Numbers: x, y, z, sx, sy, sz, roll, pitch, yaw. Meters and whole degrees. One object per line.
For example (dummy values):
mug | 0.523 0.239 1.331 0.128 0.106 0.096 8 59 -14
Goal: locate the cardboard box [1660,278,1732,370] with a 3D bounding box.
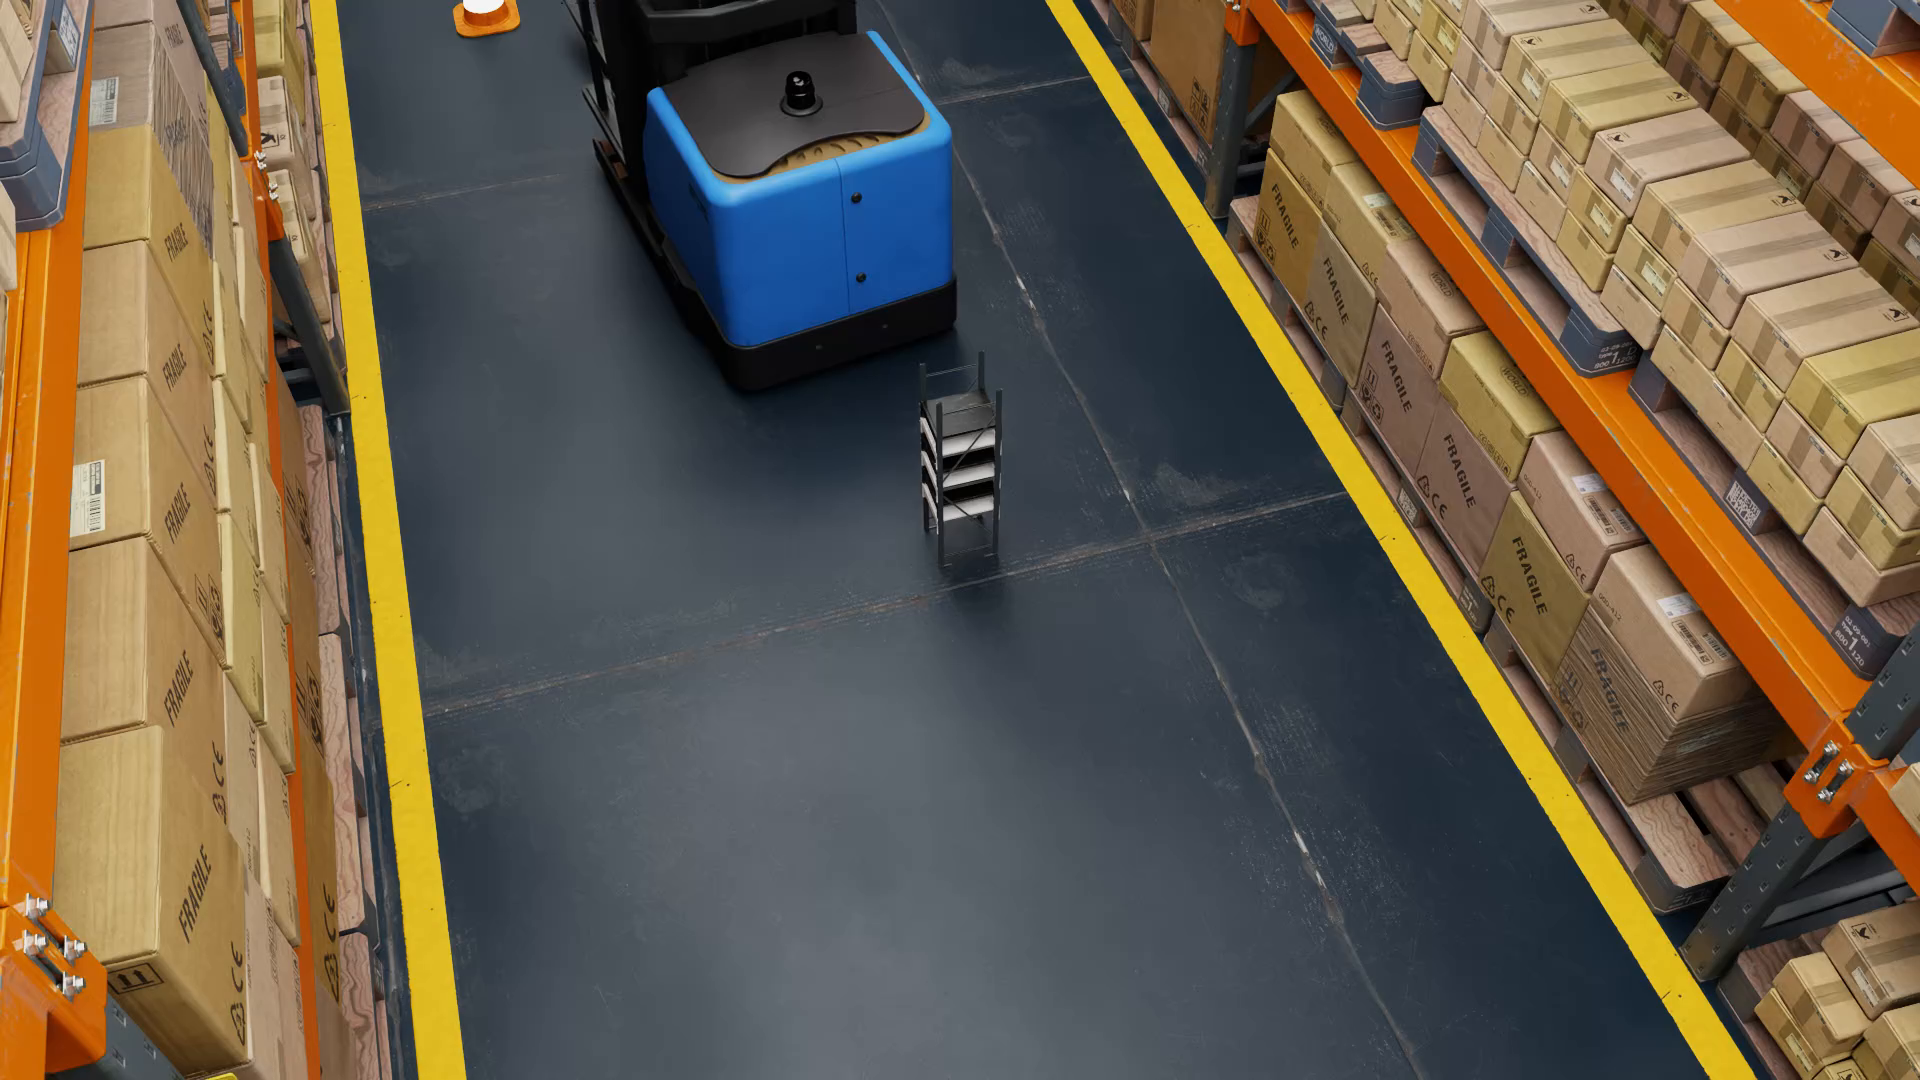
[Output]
cardboard box | 2.289 -0.668 4.836 0.380 0.149 0.250 -15 51 -12

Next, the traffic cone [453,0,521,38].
traffic cone | -2.530 -2.942 8.718 0.336 0.463 0.334 -13 51 -11

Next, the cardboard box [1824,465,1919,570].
cardboard box | 2.524 -0.096 4.353 0.380 0.149 0.250 -12 51 -10

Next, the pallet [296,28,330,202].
pallet | -3.638 -1.990 8.079 1.003 0.211 1.213 -13 51 -11

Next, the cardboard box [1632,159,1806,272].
cardboard box | 2.223 -0.952 4.881 0.380 0.149 0.250 -15 51 -12

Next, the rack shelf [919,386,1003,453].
rack shelf | 0.002 -0.437 6.010 0.258 0.077 0.200 -13 51 -11

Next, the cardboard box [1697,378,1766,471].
cardboard box | 2.374 -0.371 4.780 0.380 0.149 0.250 -13 51 -11

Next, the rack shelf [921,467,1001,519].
rack shelf | 0.002 -0.205 6.285 0.258 0.077 0.200 -13 51 -11

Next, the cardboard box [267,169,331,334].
cardboard box | -3.209 -1.131 6.975 0.950 0.372 0.625 -16 52 -13

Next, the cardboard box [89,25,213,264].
cardboard box | -2.489 -1.091 4.778 0.500 0.500 0.500 -13 51 -10

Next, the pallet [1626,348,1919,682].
pallet | 2.743 -0.229 4.896 1.003 0.211 1.213 -13 51 -11

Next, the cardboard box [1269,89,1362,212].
cardboard box | 1.620 -1.634 6.825 0.500 0.250 0.500 -15 52 -13

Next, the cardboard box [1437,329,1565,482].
cardboard box | 2.059 -0.519 5.885 0.500 0.250 0.500 -15 52 -13

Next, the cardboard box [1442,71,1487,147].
cardboard box | 1.908 -1.519 5.748 0.380 0.149 0.250 -12 51 -10

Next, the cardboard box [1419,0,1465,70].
cardboard box | 1.838 -1.797 5.788 0.380 0.149 0.250 -13 51 -11

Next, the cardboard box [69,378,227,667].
cardboard box | -2.047 0.021 3.841 0.500 0.500 0.500 -14 51 -12

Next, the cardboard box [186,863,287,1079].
cardboard box | -1.729 0.996 3.509 0.500 0.250 0.500 -15 51 -12

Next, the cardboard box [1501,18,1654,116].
cardboard box | 1.989 -1.526 5.365 0.380 0.149 0.250 -12 51 -10

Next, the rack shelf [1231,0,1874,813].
rack shelf | 2.239 -0.928 5.831 1.077 0.370 4.000 -13 51 -11

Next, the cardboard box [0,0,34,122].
cardboard box | -2.075 -0.979 3.254 0.396 0.266 0.258 -10 51 -8

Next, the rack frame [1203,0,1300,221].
rack frame | 1.647 -2.621 6.787 1.000 3.000 0.127 -13 51 -11

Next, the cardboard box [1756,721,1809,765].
cardboard box | 2.865 0.371 5.625 0.500 0.500 0.500 -12 51 -10

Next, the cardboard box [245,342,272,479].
cardboard box | -2.354 -0.328 4.952 0.500 0.250 0.500 -14 51 -11

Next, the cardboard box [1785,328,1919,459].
cardboard box | 2.445 -0.391 4.408 0.380 0.149 0.250 -15 51 -12

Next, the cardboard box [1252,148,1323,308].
cardboard box | 1.613 -1.376 7.098 0.500 0.500 0.500 -15 52 -13

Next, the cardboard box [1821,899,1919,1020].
cardboard box | 2.734 1.191 4.775 0.380 0.149 0.250 -11 51 -9

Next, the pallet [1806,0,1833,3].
pallet | 2.440 -1.837 4.288 1.213 0.211 1.003 -13 51 -11

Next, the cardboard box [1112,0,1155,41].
cardboard box | 1.291 -3.134 8.417 1.050 0.750 0.750 -13 51 -10

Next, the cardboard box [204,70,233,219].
cardboard box | -2.666 -1.244 5.398 0.500 0.250 0.500 -13 51 -11

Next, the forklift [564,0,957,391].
forklift | -1.105 -2.714 6.911 1.130 2.935 3.031 -20 53 -16

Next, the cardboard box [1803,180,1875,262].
cardboard box | 2.838 -1.005 5.120 0.380 0.149 0.250 -11 51 -10

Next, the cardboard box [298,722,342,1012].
cardboard box | -2.403 0.950 4.892 0.875 0.875 0.875 -12 51 -10

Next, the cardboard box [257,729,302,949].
cardboard box | -1.901 0.783 4.015 0.500 0.250 0.500 -14 51 -12

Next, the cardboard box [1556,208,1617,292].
cardboard box | 2.135 -0.950 5.268 0.380 0.149 0.250 -11 51 -9

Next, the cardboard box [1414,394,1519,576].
cardboard box | 2.072 -0.263 6.160 0.500 0.500 0.500 -14 51 -12

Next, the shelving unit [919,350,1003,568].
shelving unit | 0.002 -0.284 6.191 0.258 0.900 0.210 -13 51 -11

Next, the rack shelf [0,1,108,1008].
rack shelf | -2.460 -0.702 3.678 1.077 0.370 4.000 -13 51 -11

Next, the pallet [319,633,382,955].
pallet | -2.533 0.953 5.598 1.003 0.211 1.213 -13 51 -11

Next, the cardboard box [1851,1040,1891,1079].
cardboard box | 2.792 1.490 4.717 0.380 0.149 0.250 -13 51 -11

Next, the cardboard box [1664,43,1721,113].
cardboard box | 2.612 -1.572 5.598 0.380 0.149 0.250 -12 51 -10

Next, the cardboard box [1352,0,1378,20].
cardboard box | 1.666 -2.107 6.244 0.380 0.149 0.250 -11 51 -9

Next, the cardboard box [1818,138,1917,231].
cardboard box | 2.844 -1.097 5.003 0.380 0.149 0.250 -14 51 -11

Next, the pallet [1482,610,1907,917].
pallet | 2.598 0.631 5.870 1.003 0.211 1.213 -13 51 -11

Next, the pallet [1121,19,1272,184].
pallet | 1.486 -2.315 8.353 1.003 0.211 1.213 -13 51 -11

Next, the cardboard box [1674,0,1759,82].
cardboard box | 2.610 -1.668 5.484 0.380 0.149 0.250 -11 51 -9

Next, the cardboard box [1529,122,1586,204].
cardboard box | 2.064 -1.236 5.315 0.380 0.149 0.250 -12 51 -10

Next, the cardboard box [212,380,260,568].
cardboard box | -2.186 -0.122 4.452 0.500 0.250 0.500 -15 51 -12

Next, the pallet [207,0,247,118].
pallet | -3.364 -1.862 6.273 1.213 0.211 1.003 -13 51 -11

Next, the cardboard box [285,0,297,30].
cardboard box | -3.861 -2.731 8.324 0.950 0.372 0.625 -10 51 -9
